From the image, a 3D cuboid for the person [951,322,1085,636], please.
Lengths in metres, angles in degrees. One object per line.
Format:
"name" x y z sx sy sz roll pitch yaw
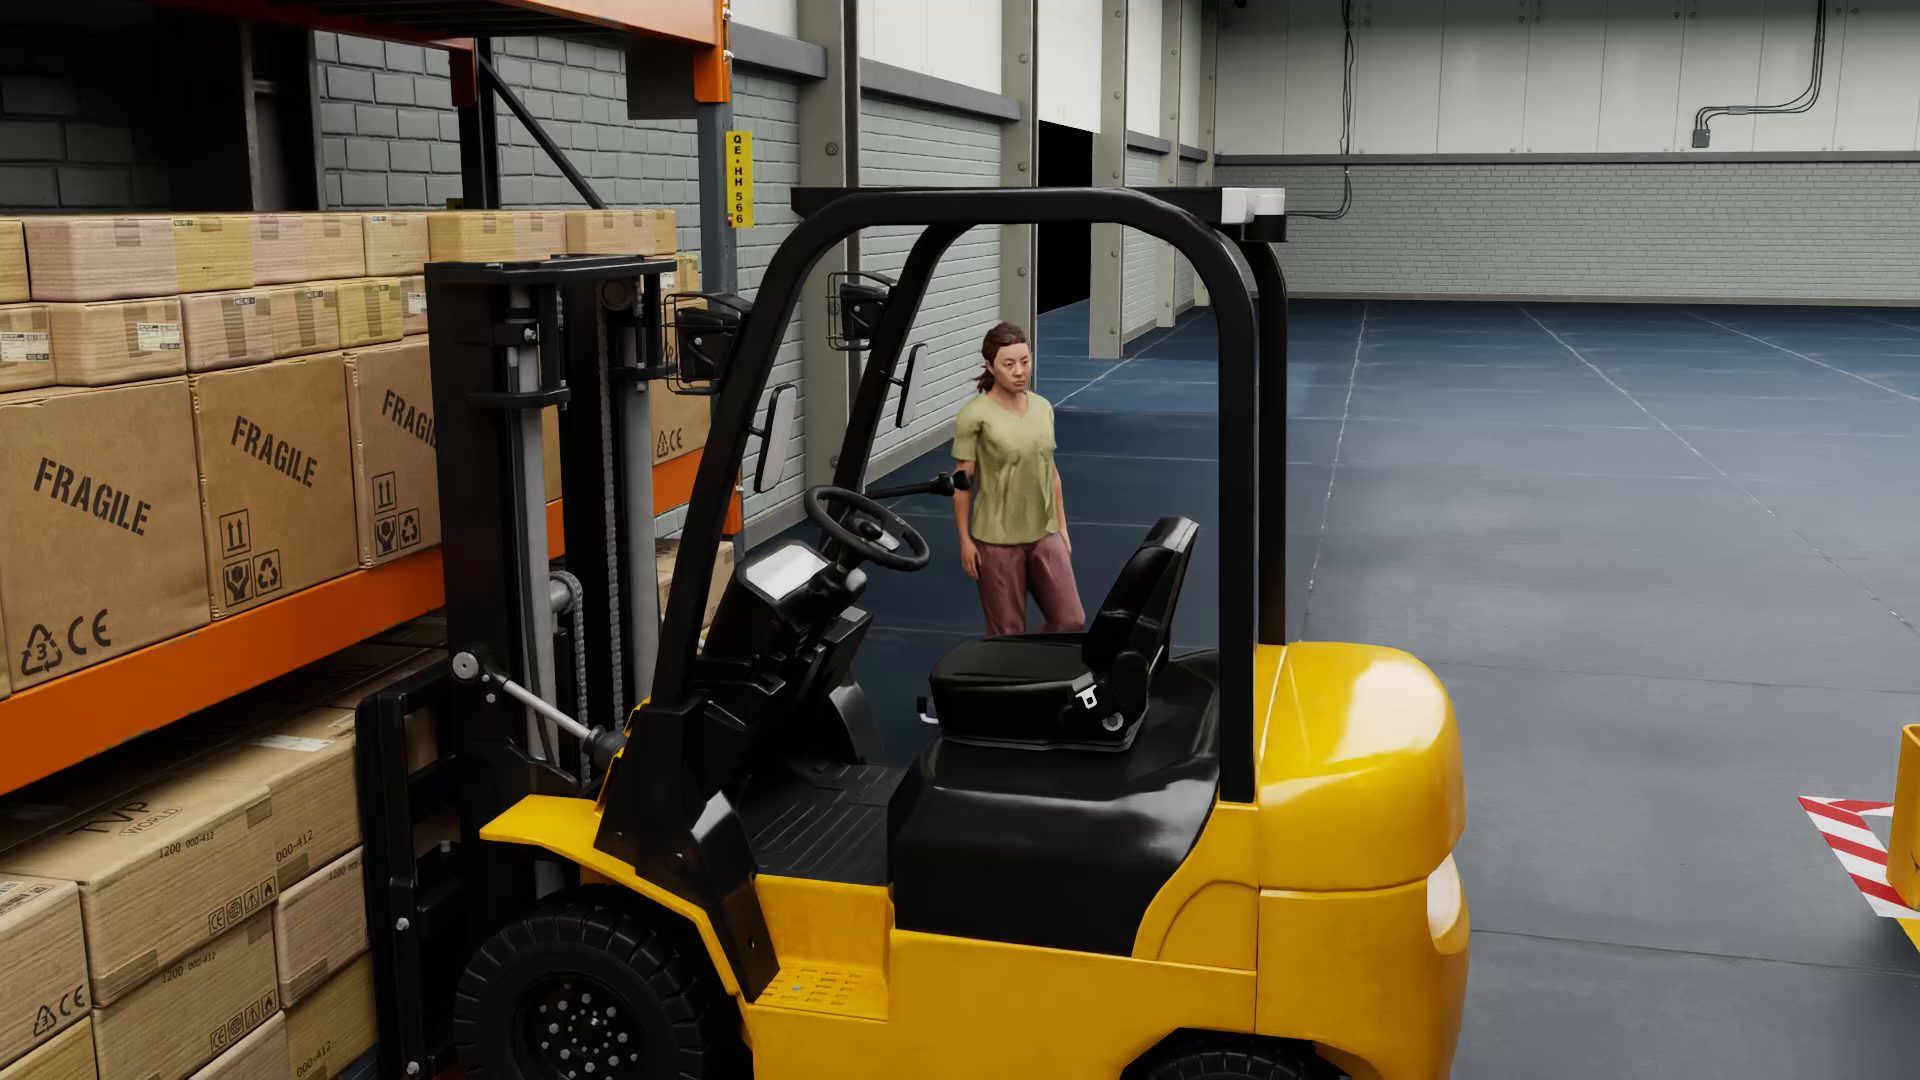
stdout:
"person" 0.214 0.006 6.372 0.457 1.672 0.435 -7 13 -30
